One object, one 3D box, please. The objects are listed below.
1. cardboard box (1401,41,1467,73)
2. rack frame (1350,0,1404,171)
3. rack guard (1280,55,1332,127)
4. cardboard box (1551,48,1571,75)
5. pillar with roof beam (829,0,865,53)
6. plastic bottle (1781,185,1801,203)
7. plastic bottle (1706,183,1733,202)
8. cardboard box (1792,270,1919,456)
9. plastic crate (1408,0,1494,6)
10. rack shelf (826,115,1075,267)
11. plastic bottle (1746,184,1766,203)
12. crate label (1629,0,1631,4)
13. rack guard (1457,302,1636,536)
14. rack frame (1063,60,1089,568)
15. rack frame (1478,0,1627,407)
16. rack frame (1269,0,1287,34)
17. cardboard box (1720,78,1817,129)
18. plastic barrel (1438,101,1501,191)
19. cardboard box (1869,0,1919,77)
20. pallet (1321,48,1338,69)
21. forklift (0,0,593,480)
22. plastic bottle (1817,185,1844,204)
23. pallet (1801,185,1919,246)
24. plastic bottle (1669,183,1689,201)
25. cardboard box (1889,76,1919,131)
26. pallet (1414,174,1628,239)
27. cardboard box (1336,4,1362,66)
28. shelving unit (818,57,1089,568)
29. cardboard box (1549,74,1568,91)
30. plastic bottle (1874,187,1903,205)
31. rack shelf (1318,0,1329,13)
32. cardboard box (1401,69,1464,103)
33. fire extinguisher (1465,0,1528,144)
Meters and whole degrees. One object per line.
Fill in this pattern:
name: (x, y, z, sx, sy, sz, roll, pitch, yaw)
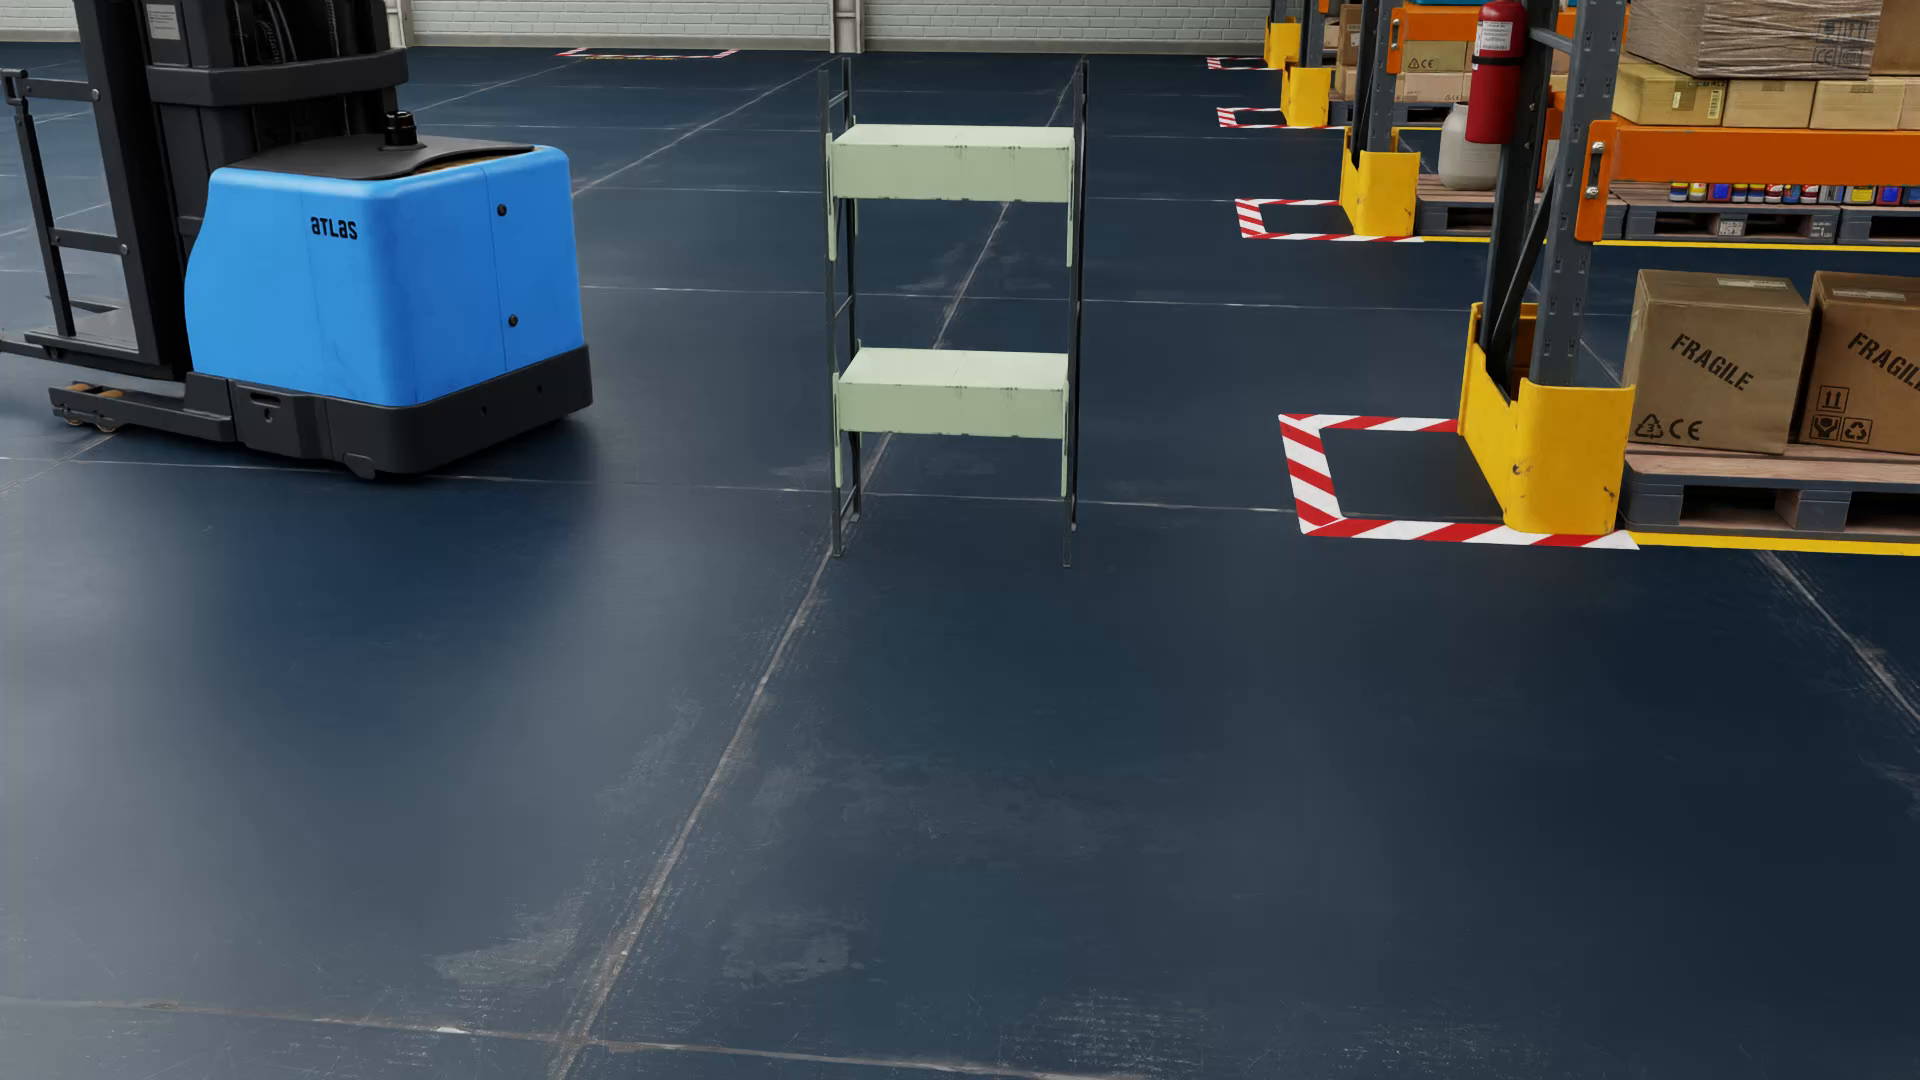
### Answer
cardboard box: (4.158, -4.386, 14.602, 0.500, 0.500, 0.500, 2, 22, 6)
rack frame: (2.568, -3.438, 10.055, 0.127, 3.000, 1.000, 2, 22, 6)
rack guard: (3.131, -4.084, 15.091, 0.348, 0.500, 1.175, 2, 22, 6)
cardboard box: (5.151, -4.341, 14.489, 0.500, 0.500, 0.500, 2, 22, 6)
pillar with roof beam: (-1.934, -8.818, 15.504, 0.400, 9.000, 9.100, 2, 22, 6)
plastic bottle: (4.973, -2.153, 9.919, 0.097, 0.271, 0.097, 0, 22, 0)
plastic bottle: (4.555, -2.170, 9.946, 0.133, 0.283, 0.061, 3, 22, 7)
cardboard box: (3.201, -0.616, 5.746, 0.500, 0.500, 0.500, 8, 23, 20)
plastic crate: (3.101, -3.456, 10.304, 0.616, 0.251, 0.499, 2, 22, 6)
rack shelf: (-0.007, -1.061, 5.021, 0.720, 0.370, 0.431, 2, 22, 6)
plastic bottle: (4.772, -2.162, 9.941, 0.097, 0.271, 0.097, 0, 22, 0)
crate label: (4.428, -3.473, 10.097, 0.616, 0.435, 0.502, 2, 22, 6)
rack guard: (2.061, -0.464, 5.932, 0.348, 0.500, 1.175, 2, 22, 6)
rack frame: (0.357, -0.682, 5.125, 0.023, 1.500, 0.400, 2, 22, 6)
rack frame: (1.986, -1.629, 5.481, 0.127, 3.000, 1.000, 2, 22, 6)
rack frame: (3.734, -7.055, 19.204, 0.127, 3.000, 1.000, 2, 22, 6)
cardboard box: (2.486, -1.395, 5.231, 0.250, 0.149, 0.380, 2, 22, 6)
plastic barrel: (3.231, -2.475, 10.434, 0.421, 0.512, 0.421, 0, 22, 0)
cardboard box: (3.039, -1.802, 5.378, 0.500, 0.500, 0.875, 2, 22, 6)
pallet: (4.612, -5.707, 19.587, 1.213, 0.211, 1.003, 2, 22, 6)
forklift: (-3.012, -1.941, 6.362, 3.031, 2.935, 1.130, 11, 24, 25)
plastic bottle: (5.195, -2.156, 9.919, 0.135, 0.276, 0.152, 3, 22, 7)
pallet: (5.879, -2.012, 10.242, 1.213, 0.211, 1.003, 2, 22, 6)
plastic bottle: (4.332, -2.181, 9.990, 0.097, 0.271, 0.097, 0, 22, 0)
cardboard box: (2.984, -1.376, 5.181, 0.250, 0.149, 0.380, 2, 22, 6)
pallet: (3.456, -2.118, 10.509, 1.213, 0.211, 1.003, 2, 22, 6)
cardboard box: (3.723, -4.597, 15.136, 0.500, 0.500, 0.500, 2, 22, 6)
shelving unit: (-0.007, -0.698, 5.165, 0.755, 1.500, 0.431, 2, 22, 6)
cardboard box: (5.151, -3.993, 14.628, 0.500, 0.250, 0.500, 2, 22, 6)
plastic bottle: (5.510, -2.129, 9.840, 0.133, 0.283, 0.061, 4, 22, 10)
rack shelf: (5.141, -4.825, 14.542, 4.000, 0.370, 1.077, 2, 22, 6)
cardboard box: (4.158, -4.038, 14.742, 0.500, 0.250, 0.500, 2, 22, 6)
fire extinguisher: (1.926, -1.766, 5.933, 0.183, 0.674, 0.296, 2, 22, 6)
